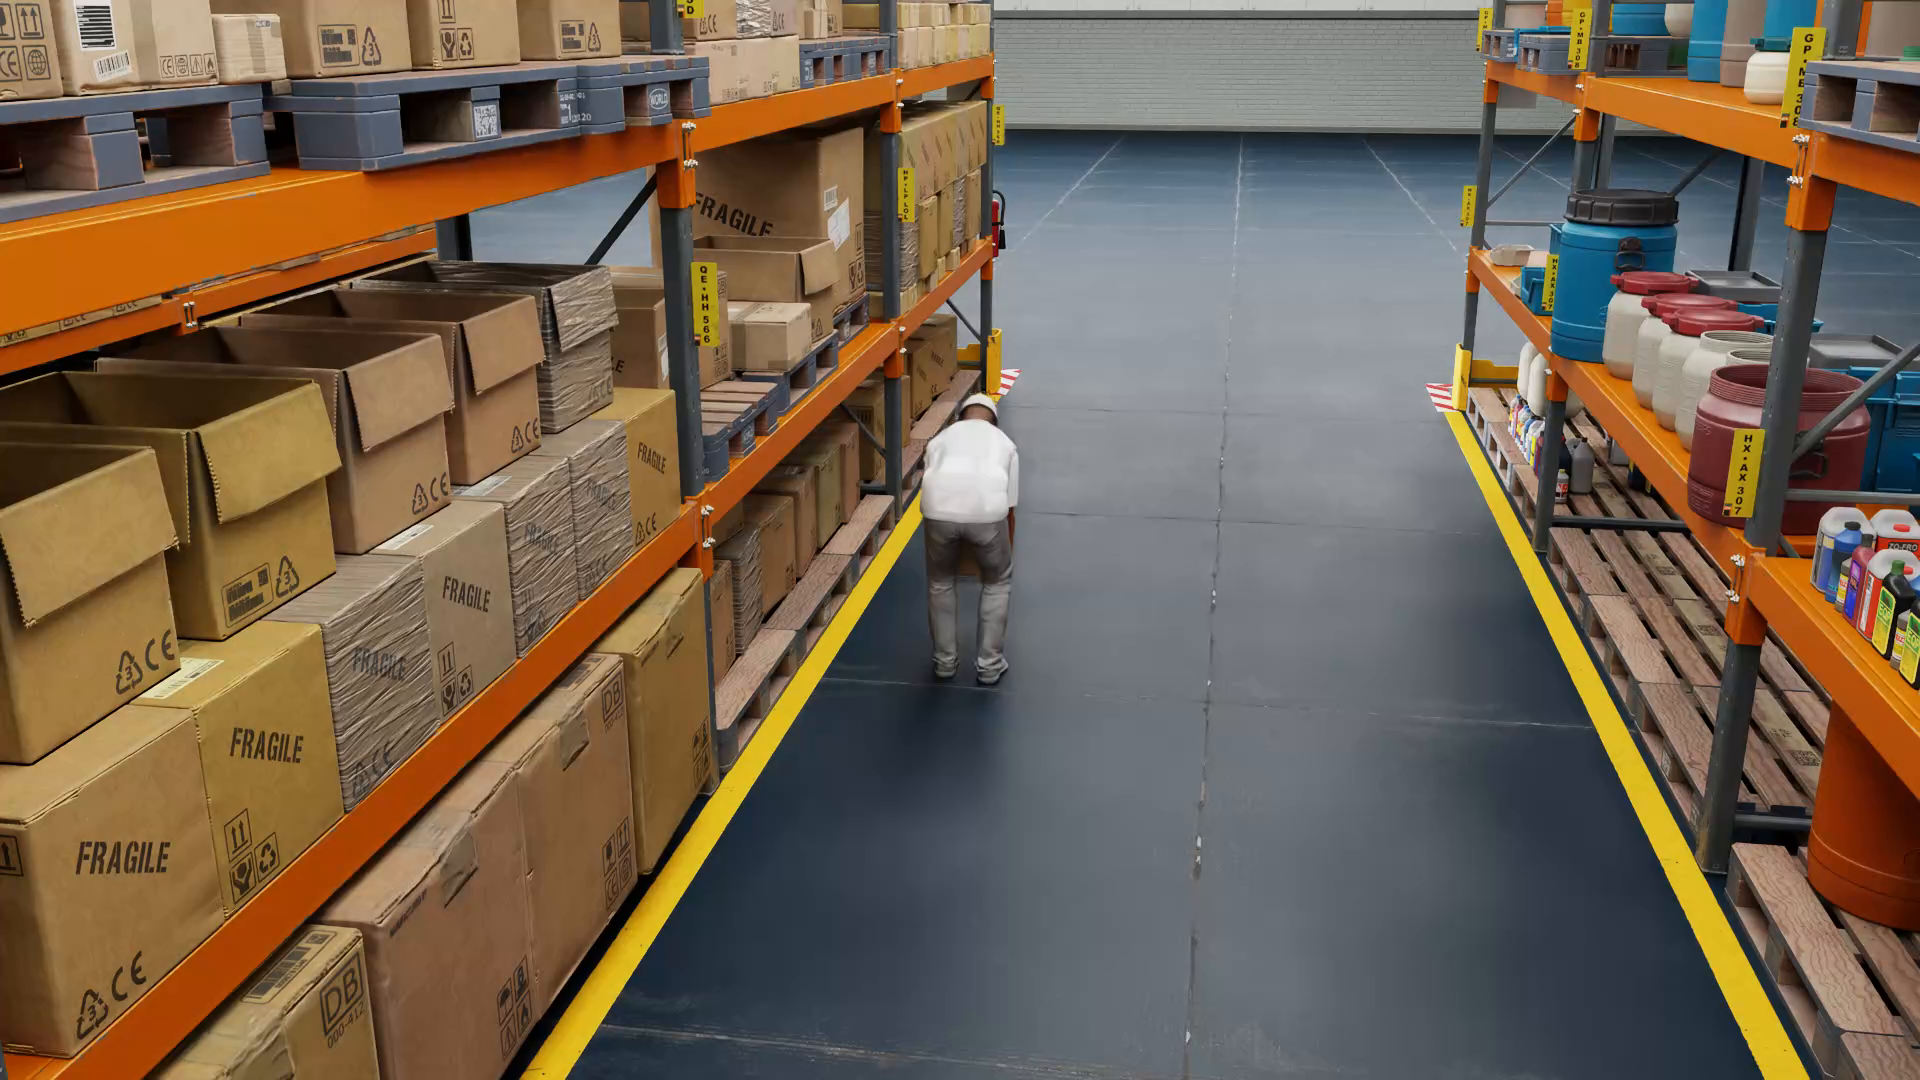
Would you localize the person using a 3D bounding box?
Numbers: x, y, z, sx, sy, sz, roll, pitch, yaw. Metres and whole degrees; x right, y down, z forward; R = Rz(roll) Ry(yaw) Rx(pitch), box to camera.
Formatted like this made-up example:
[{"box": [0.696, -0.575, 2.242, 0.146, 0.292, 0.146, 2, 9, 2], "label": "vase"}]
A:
[{"box": [0.047, -0.020, 8.341, 0.474, 1.295, 0.940, 2, 18, 7], "label": "person"}]
